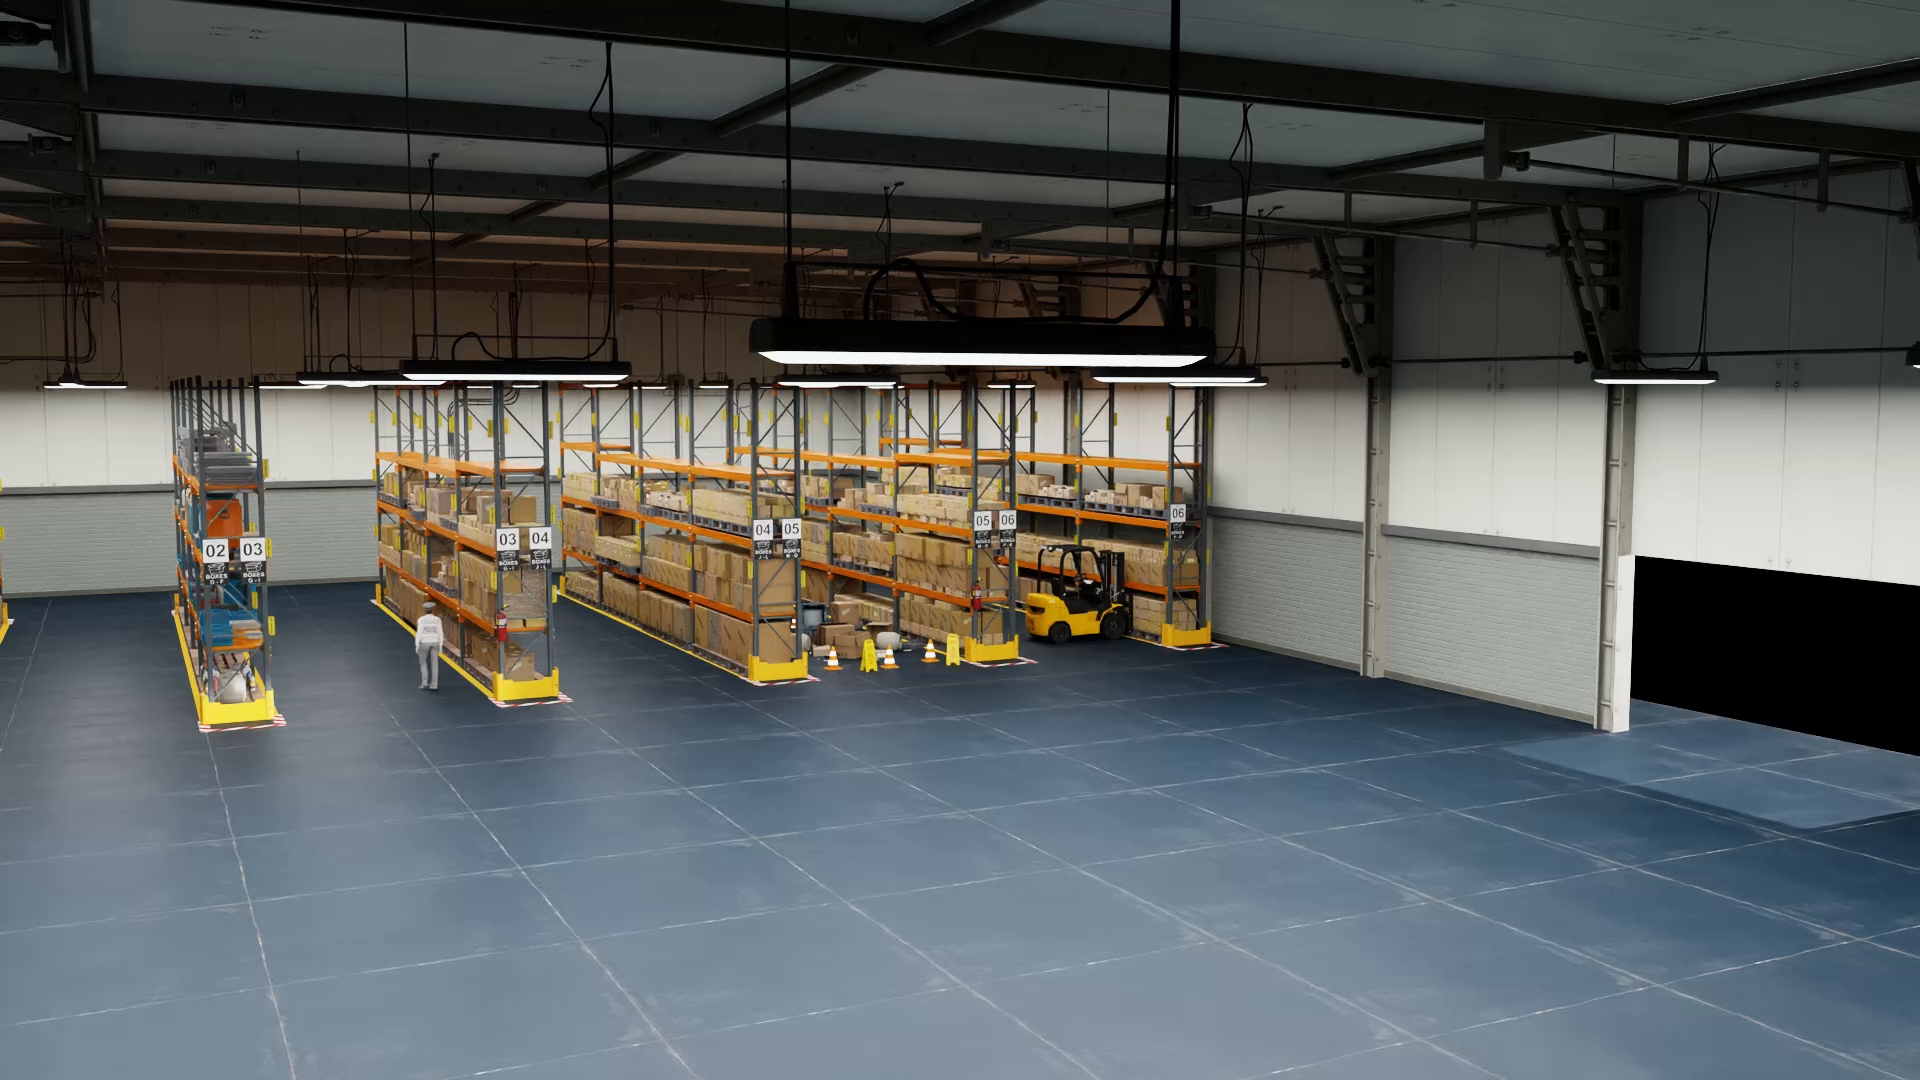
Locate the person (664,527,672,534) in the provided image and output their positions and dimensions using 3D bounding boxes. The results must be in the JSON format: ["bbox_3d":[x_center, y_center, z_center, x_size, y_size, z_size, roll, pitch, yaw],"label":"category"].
[{"bbox_3d":[-8.848,0.391,50.612,0.482,1.652,0.618,4,6,37],"label":"person"}]

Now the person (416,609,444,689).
[{"bbox_3d":[-10.225,2.080,32.061,0.532,1.703,0.580,-3,6,-31],"label":"person"}]
